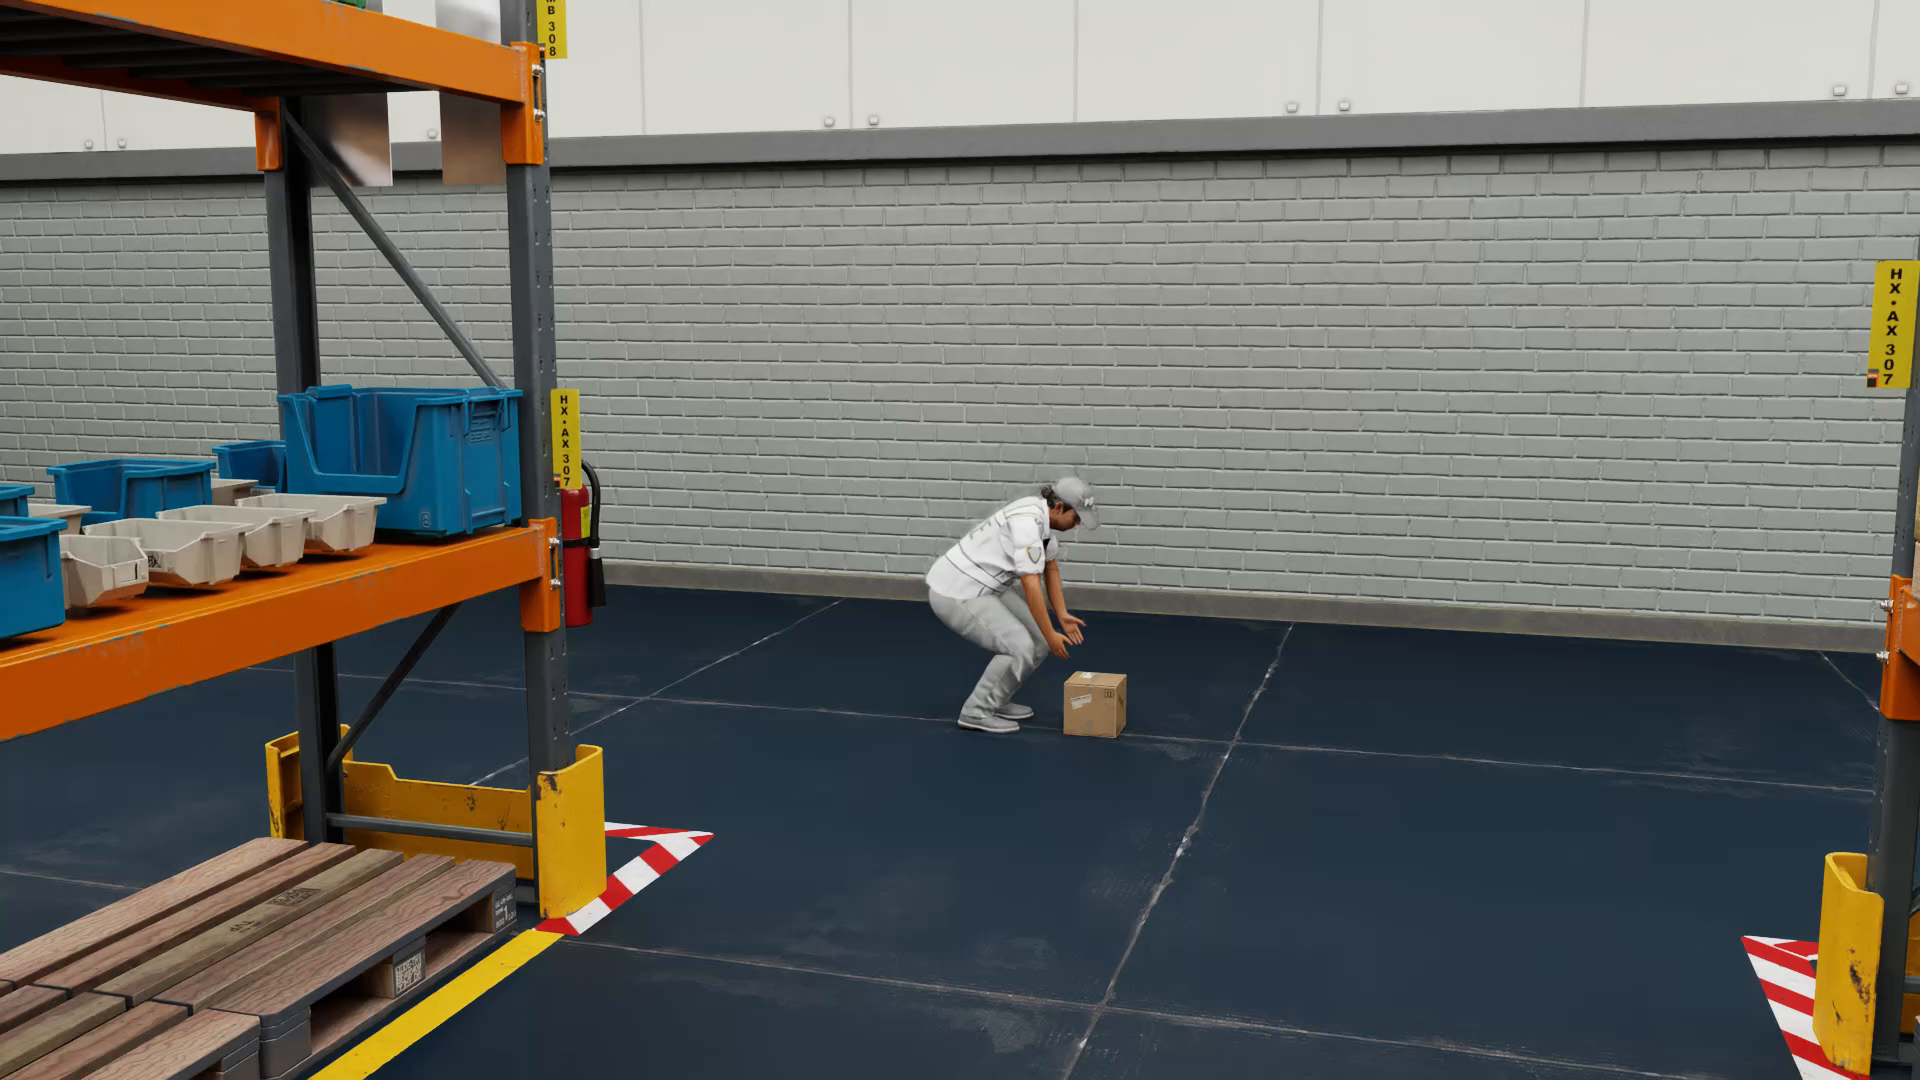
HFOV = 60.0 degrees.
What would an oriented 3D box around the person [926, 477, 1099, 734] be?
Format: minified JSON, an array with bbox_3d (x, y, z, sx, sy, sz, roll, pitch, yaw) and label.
[{"bbox_3d":[0.256,0.291,7.958,0.807,1.207,0.538,2,9,16],"label":"person"}]
